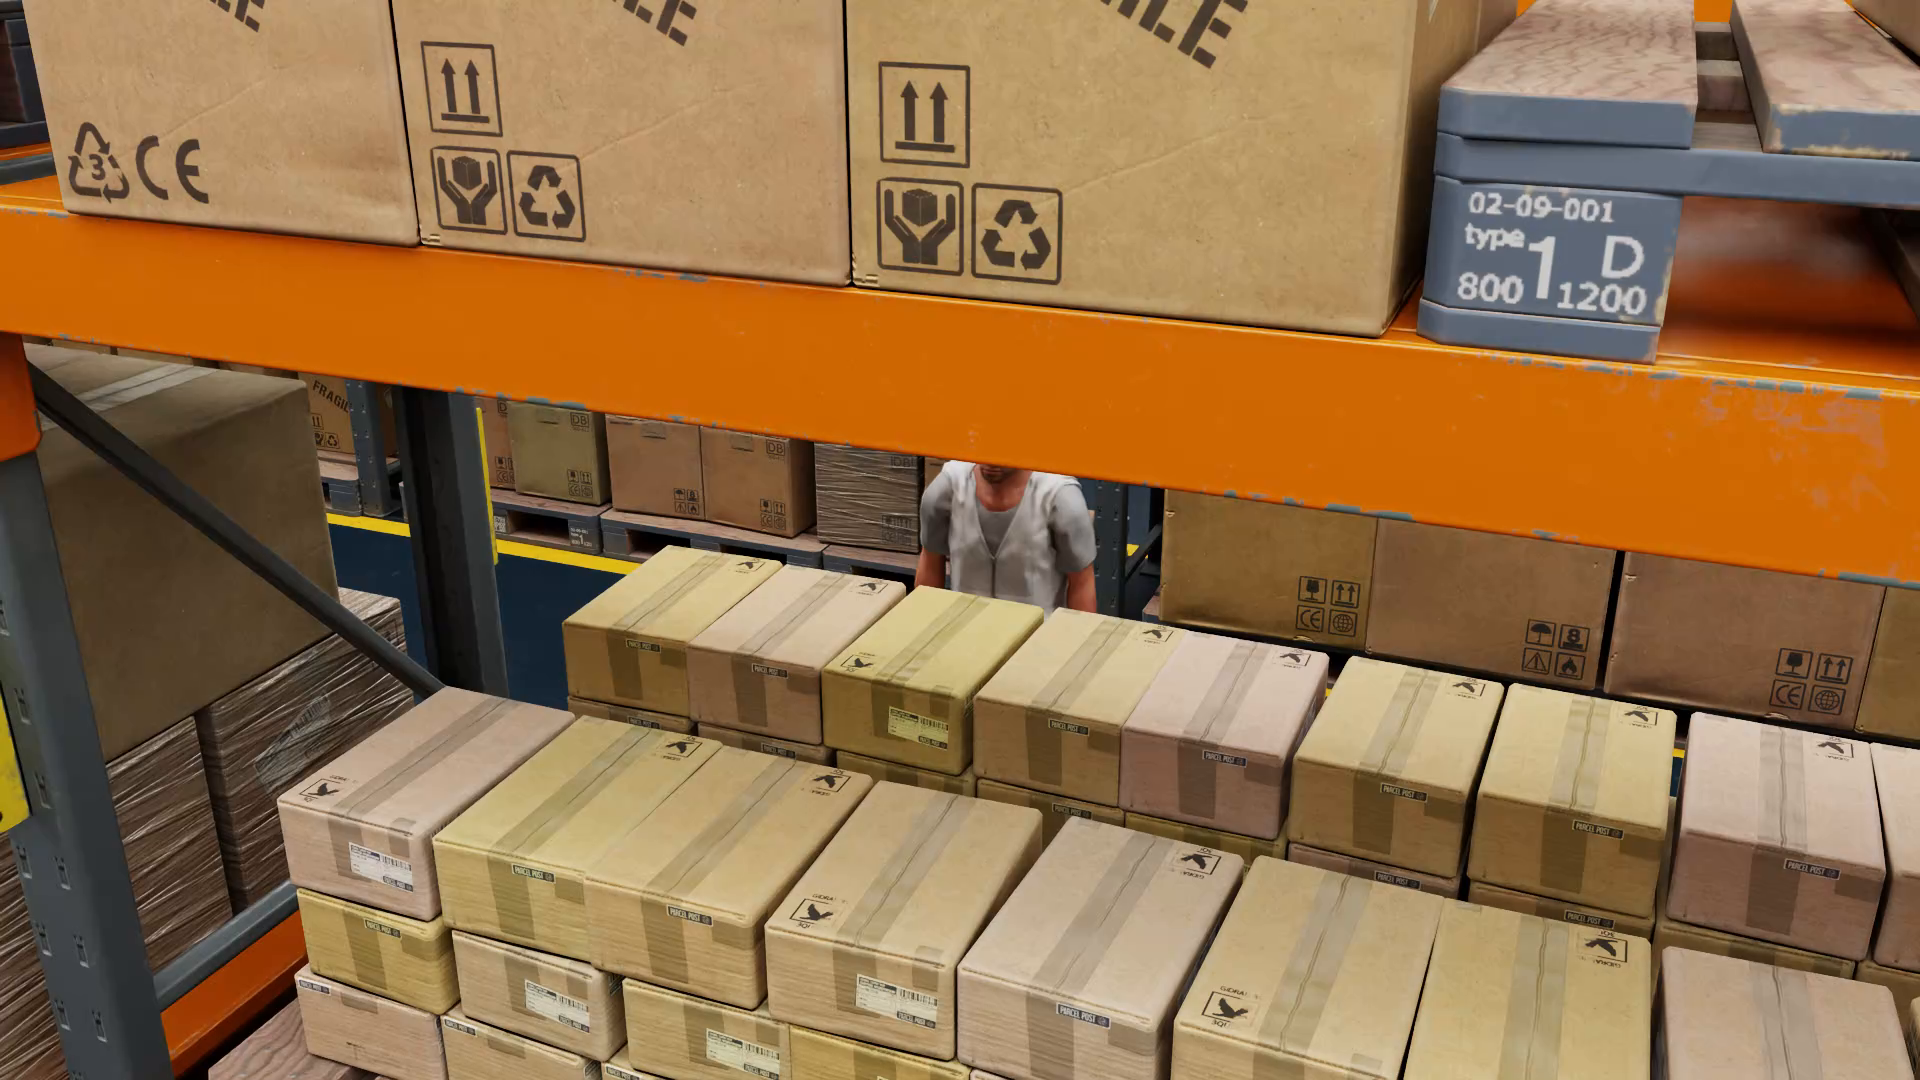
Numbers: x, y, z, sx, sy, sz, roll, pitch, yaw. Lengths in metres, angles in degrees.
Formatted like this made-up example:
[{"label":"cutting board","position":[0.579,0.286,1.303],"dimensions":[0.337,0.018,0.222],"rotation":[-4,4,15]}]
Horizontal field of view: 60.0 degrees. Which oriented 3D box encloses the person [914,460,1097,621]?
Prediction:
[{"label":"person","position":[0.124,0.348,5.213],"dimensions":[0.623,1.781,0.446],"rotation":[8,23,18]}]
